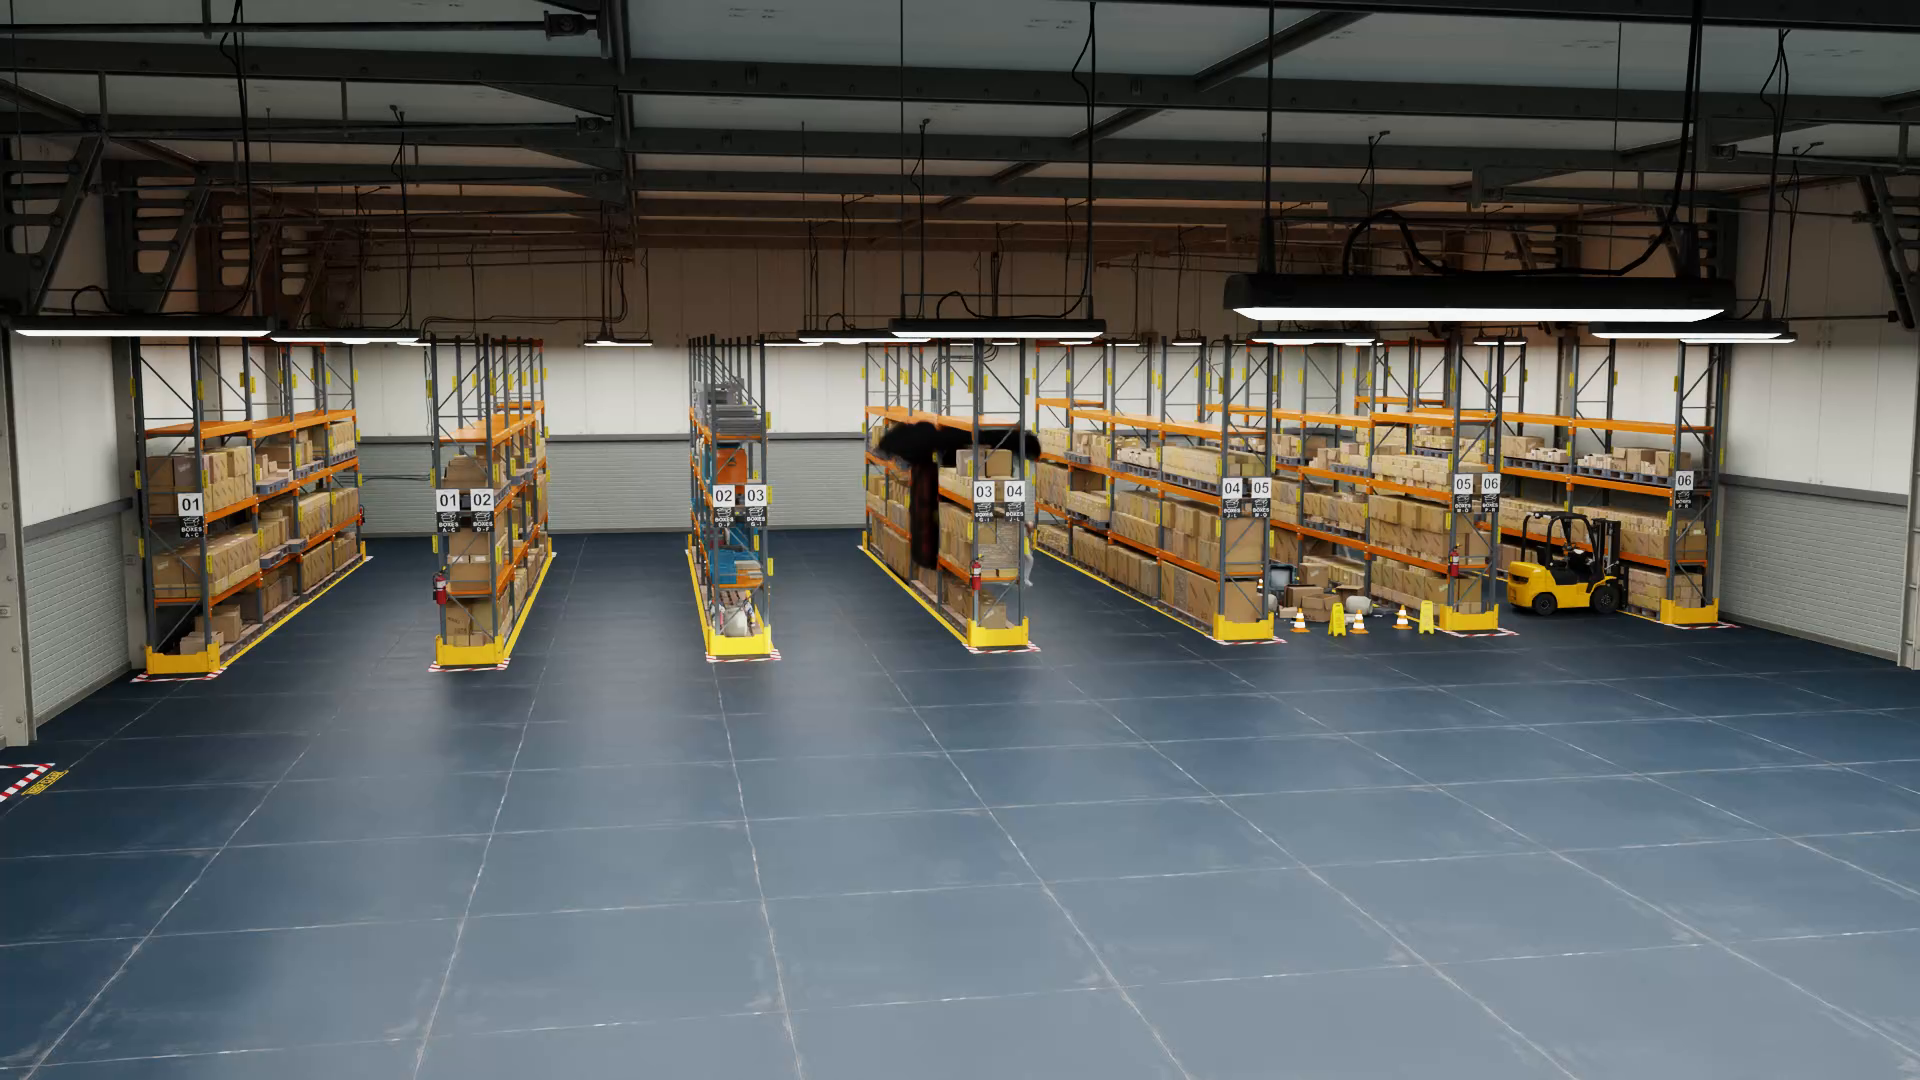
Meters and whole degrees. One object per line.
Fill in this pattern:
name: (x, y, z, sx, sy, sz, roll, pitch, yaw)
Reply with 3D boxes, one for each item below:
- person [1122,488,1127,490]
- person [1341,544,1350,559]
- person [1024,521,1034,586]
person: (4.955, -0.682, 48.807, 0.946, 1.660, 0.566, 4, 7, 28)
person: (10.203, -0.217, 44.921, 0.569, 1.637, 0.938, -3, 7, -22)
person: (1.374, 0.285, 39.523, 0.711, 1.551, 1.208, -5, 8, -38)
